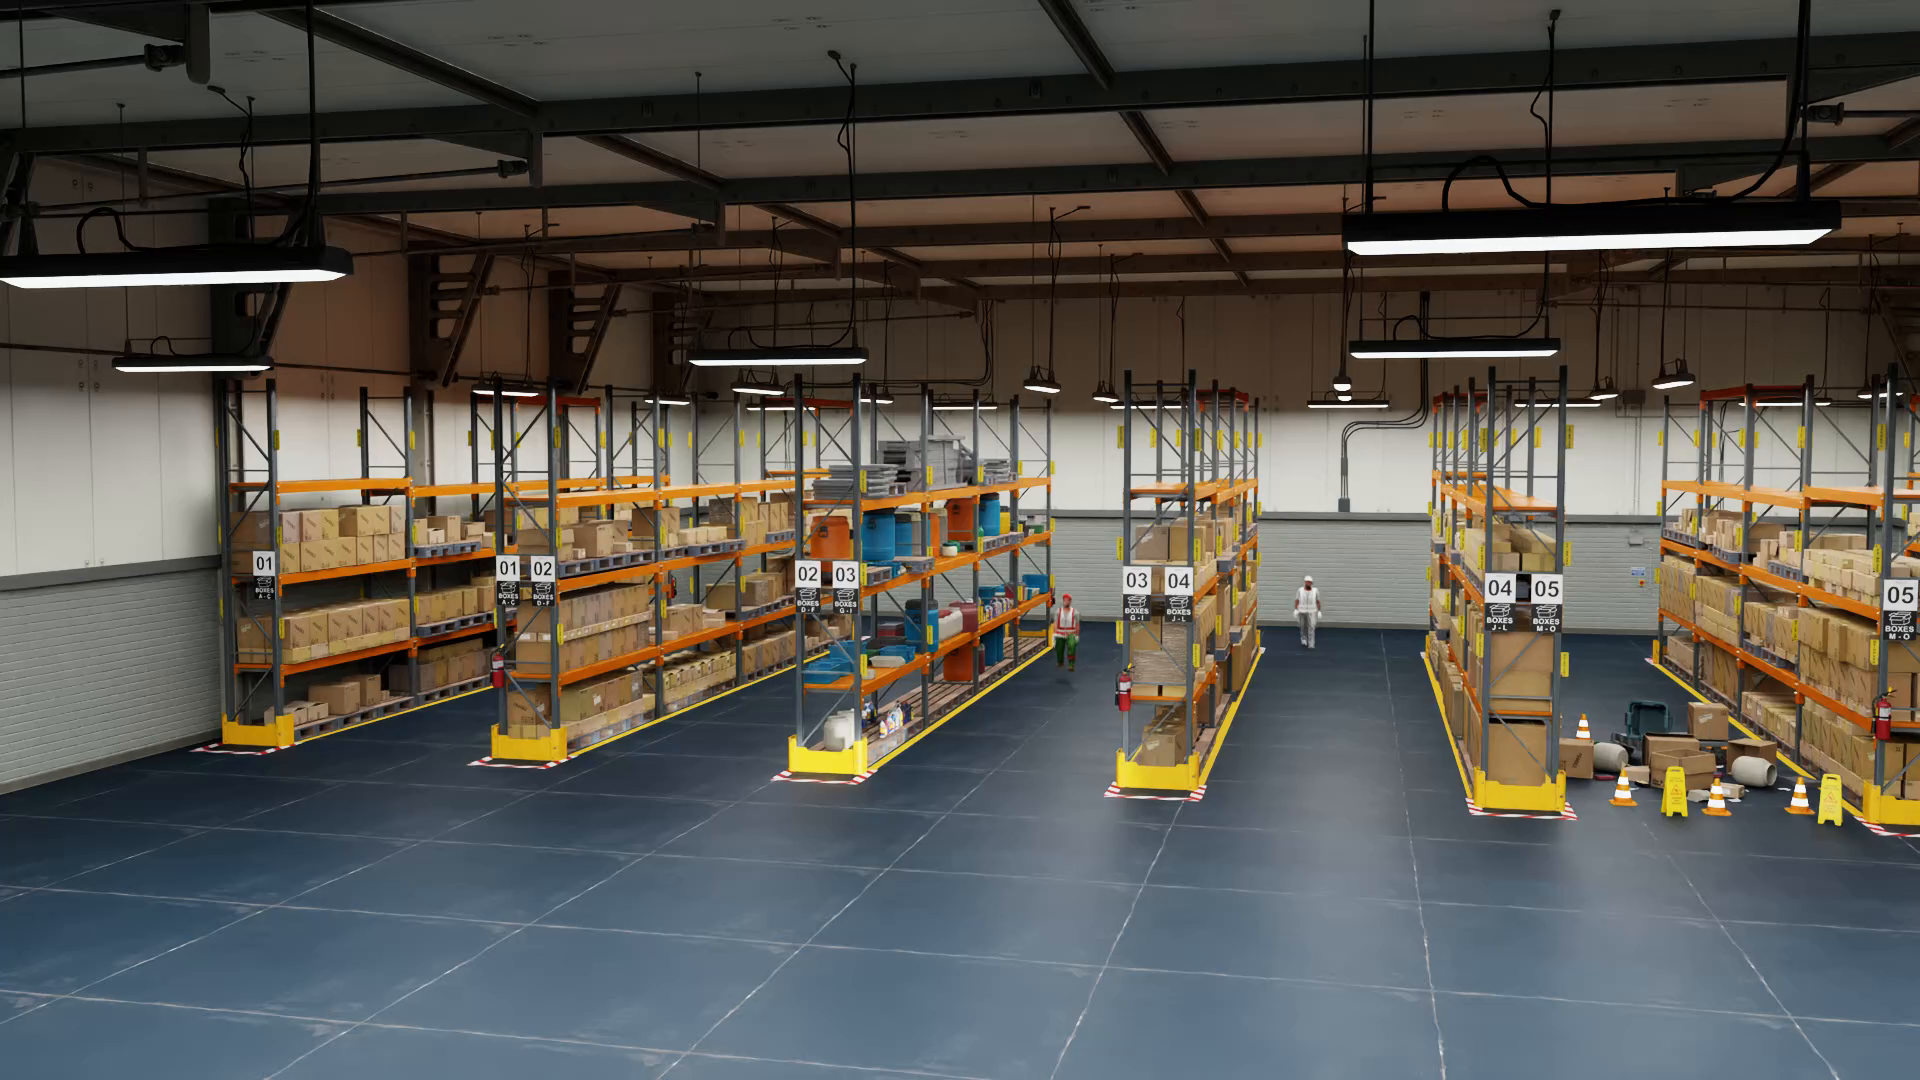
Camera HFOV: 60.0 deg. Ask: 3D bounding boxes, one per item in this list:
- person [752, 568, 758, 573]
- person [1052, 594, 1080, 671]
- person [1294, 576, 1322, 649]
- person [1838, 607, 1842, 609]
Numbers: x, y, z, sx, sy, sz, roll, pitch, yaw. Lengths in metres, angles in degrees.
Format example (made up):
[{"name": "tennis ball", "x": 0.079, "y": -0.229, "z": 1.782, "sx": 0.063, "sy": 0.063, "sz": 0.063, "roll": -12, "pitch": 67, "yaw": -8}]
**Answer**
[{"name": "person", "x": -5.288, "y": 1.556, "z": 43.155, "sx": 0.443, "sy": 1.682, "sz": 0.506, "roll": 0, "pitch": 3, "yaw": 6}, {"name": "person", "x": 2.182, "y": 1.905, "z": 34.216, "sx": 0.569, "sy": 1.570, "sz": 1.074, "roll": 0, "pitch": 3, "yaw": 4}, {"name": "person", "x": 8.355, "y": 1.730, "z": 39.945, "sx": 0.664, "sy": 1.728, "sz": 1.096, "roll": 1, "pitch": 3, "yaw": 10}, {"name": "person", "x": 18.323, "y": 2.102, "z": 34.372, "sx": 0.519, "sy": 1.757, "sz": 0.578, "roll": -1, "pitch": 4, "yaw": -12}]
